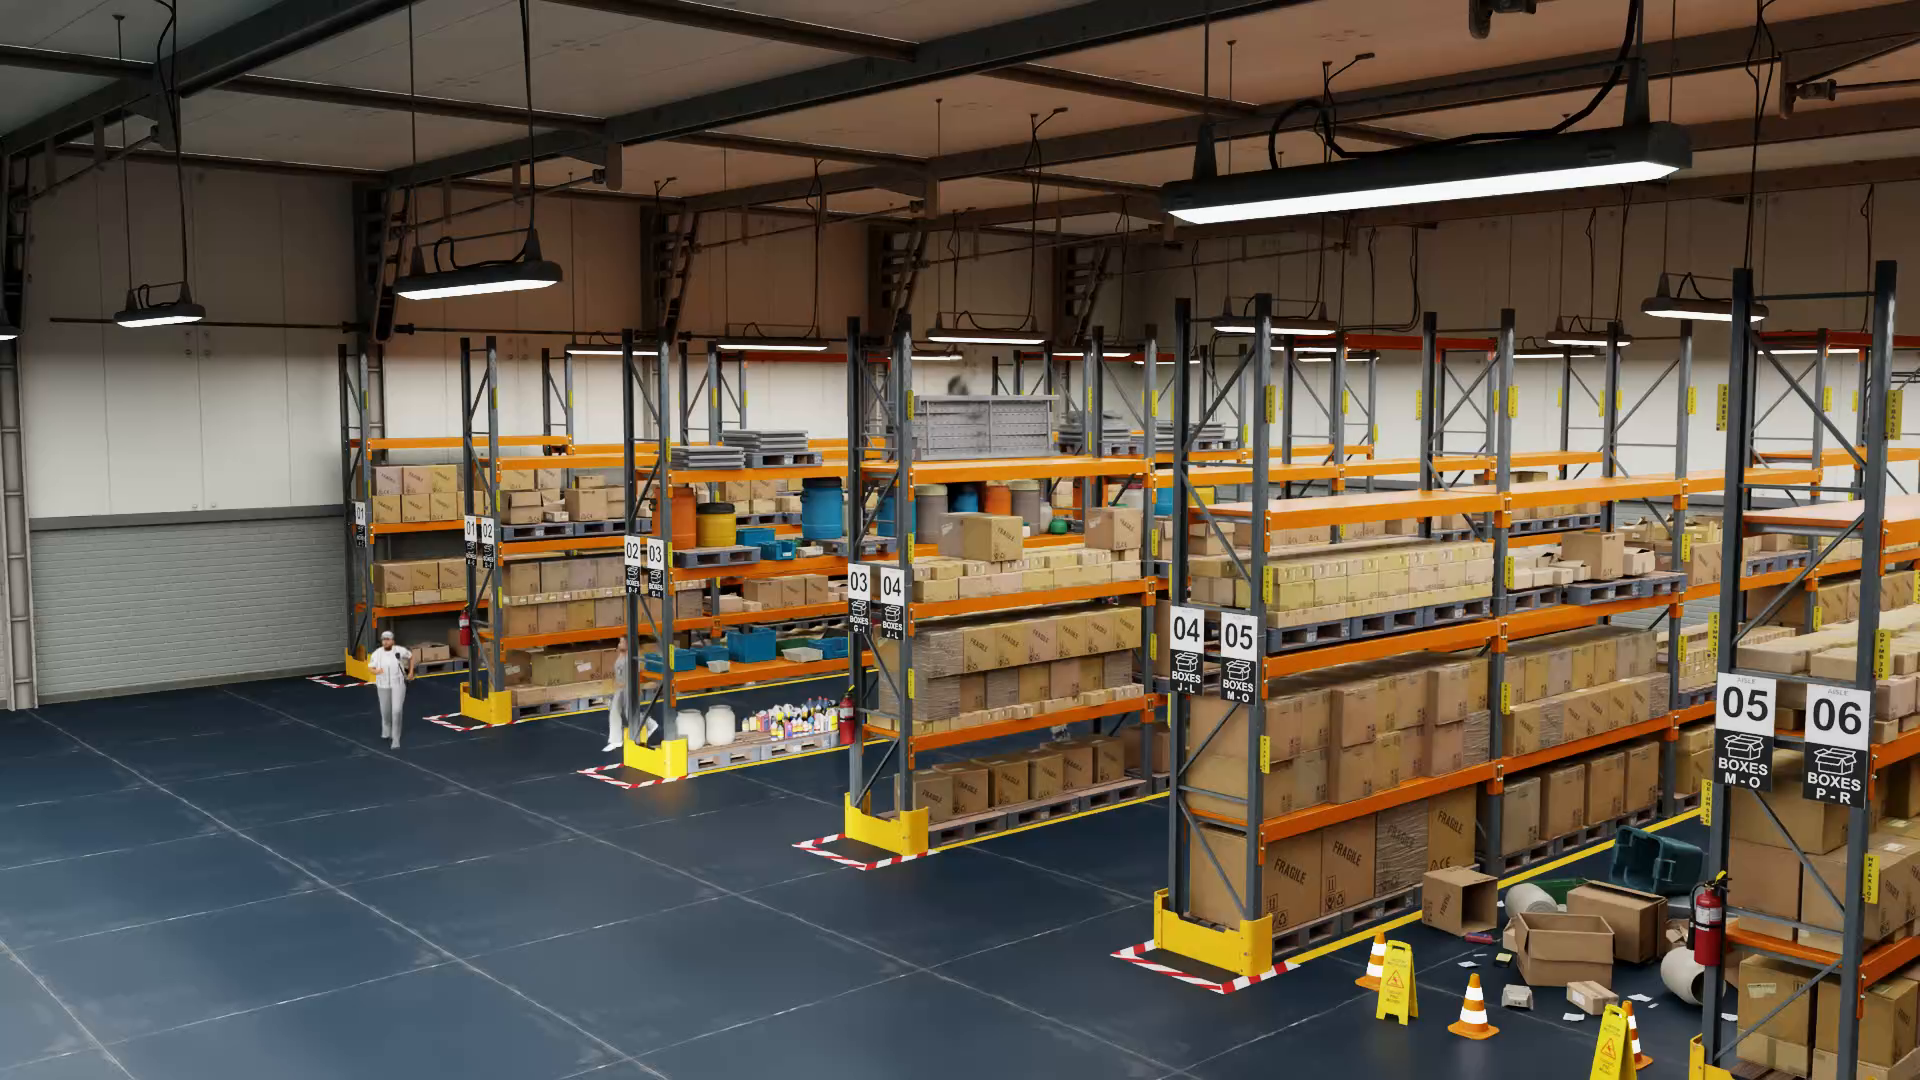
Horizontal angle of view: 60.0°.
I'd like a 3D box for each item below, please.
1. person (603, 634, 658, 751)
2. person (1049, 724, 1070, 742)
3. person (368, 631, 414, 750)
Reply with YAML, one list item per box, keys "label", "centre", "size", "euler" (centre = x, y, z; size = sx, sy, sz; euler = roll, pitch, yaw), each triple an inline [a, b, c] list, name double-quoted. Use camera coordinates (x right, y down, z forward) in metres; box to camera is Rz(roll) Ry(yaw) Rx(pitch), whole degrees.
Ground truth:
- label: "person"
  centre: [-4.813, 2.200, 24.092]
  size: [0.810, 1.675, 0.586]
  euler: [-5, 7, -45]
- label: "person"
  centre: [1.362, 2.160, 23.636]
  size: [0.743, 1.824, 0.640]
  euler: [-5, 7, -44]
- label: "person"
  centre: [-8.315, 2.166, 24.340]
  size: [0.614, 1.707, 0.895]
  euler: [-1, 5, -10]
